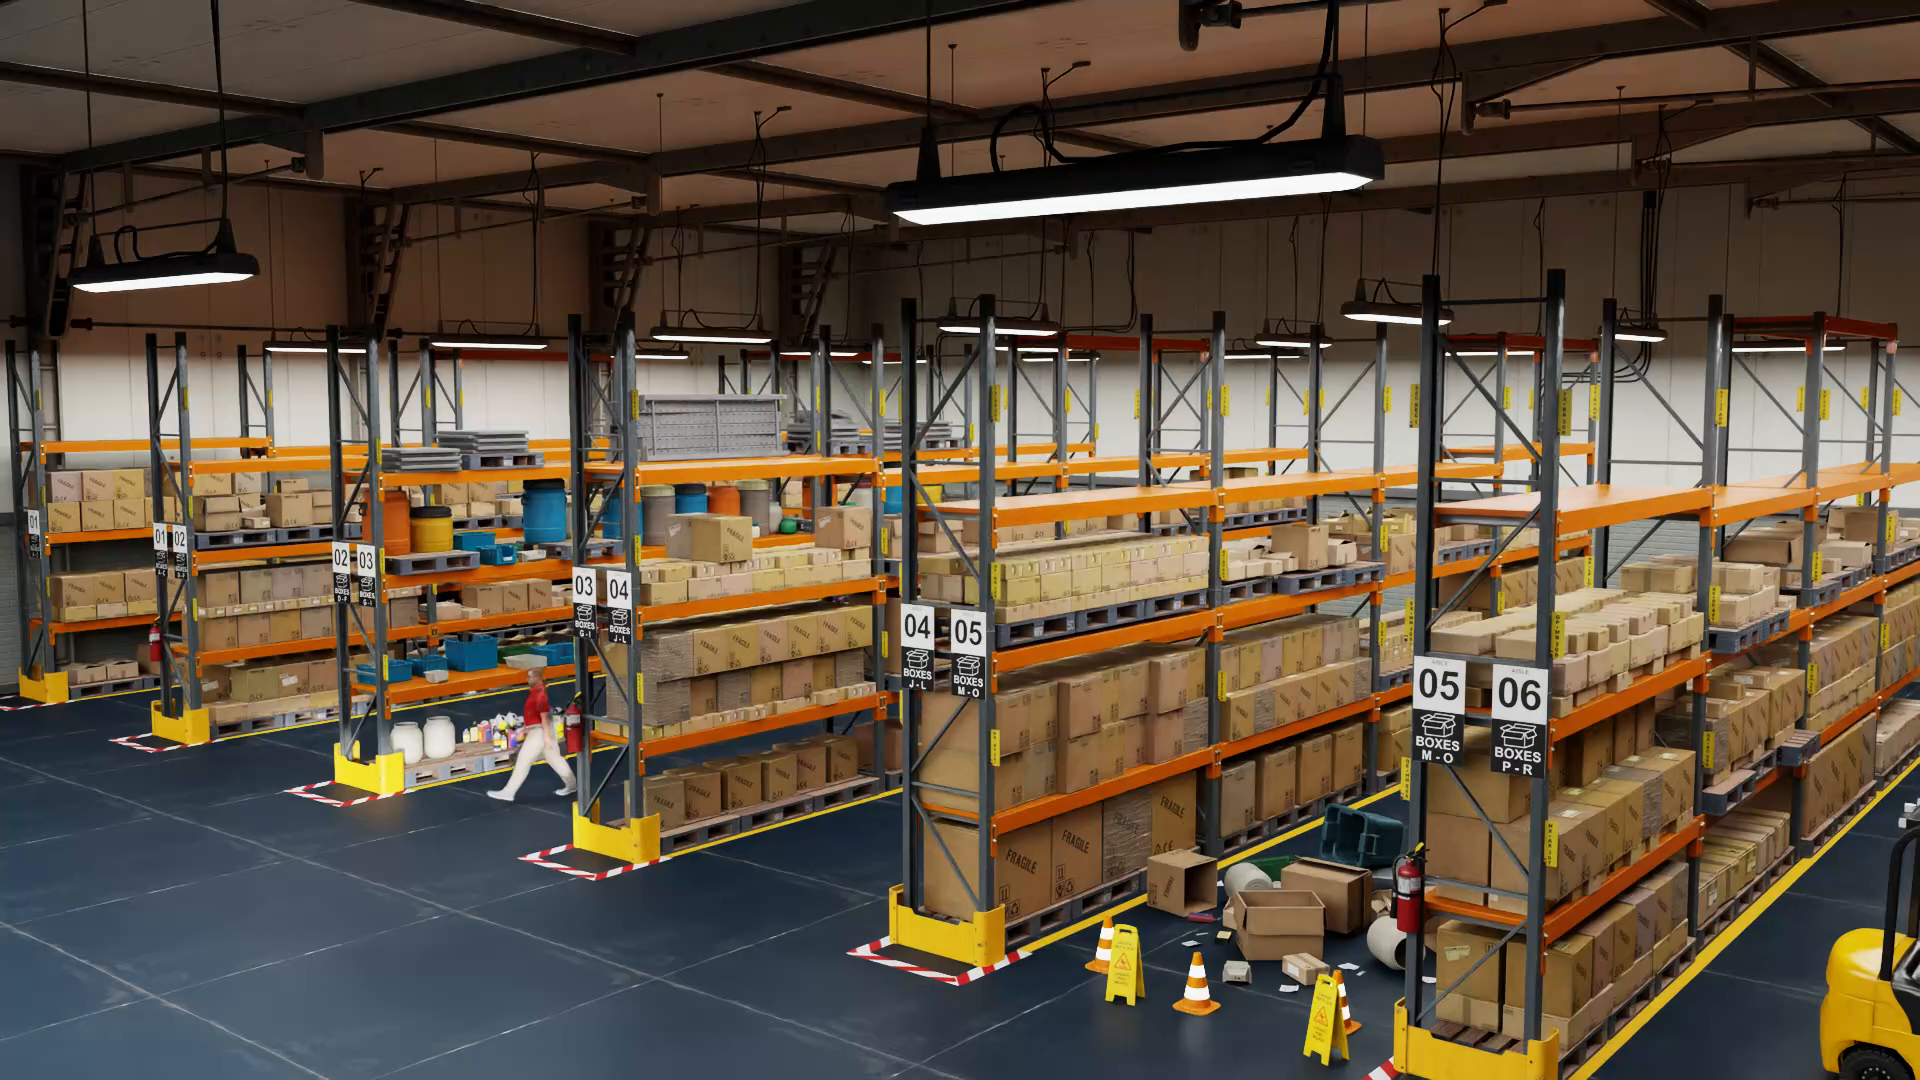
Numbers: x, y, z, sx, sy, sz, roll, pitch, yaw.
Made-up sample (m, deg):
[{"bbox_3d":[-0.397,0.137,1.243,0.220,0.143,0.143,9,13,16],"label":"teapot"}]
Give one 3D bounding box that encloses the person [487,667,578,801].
[{"bbox_3d":[-5.367,2.428,20.965,1.109,1.655,0.578,0,5,-5],"label":"person"}]
